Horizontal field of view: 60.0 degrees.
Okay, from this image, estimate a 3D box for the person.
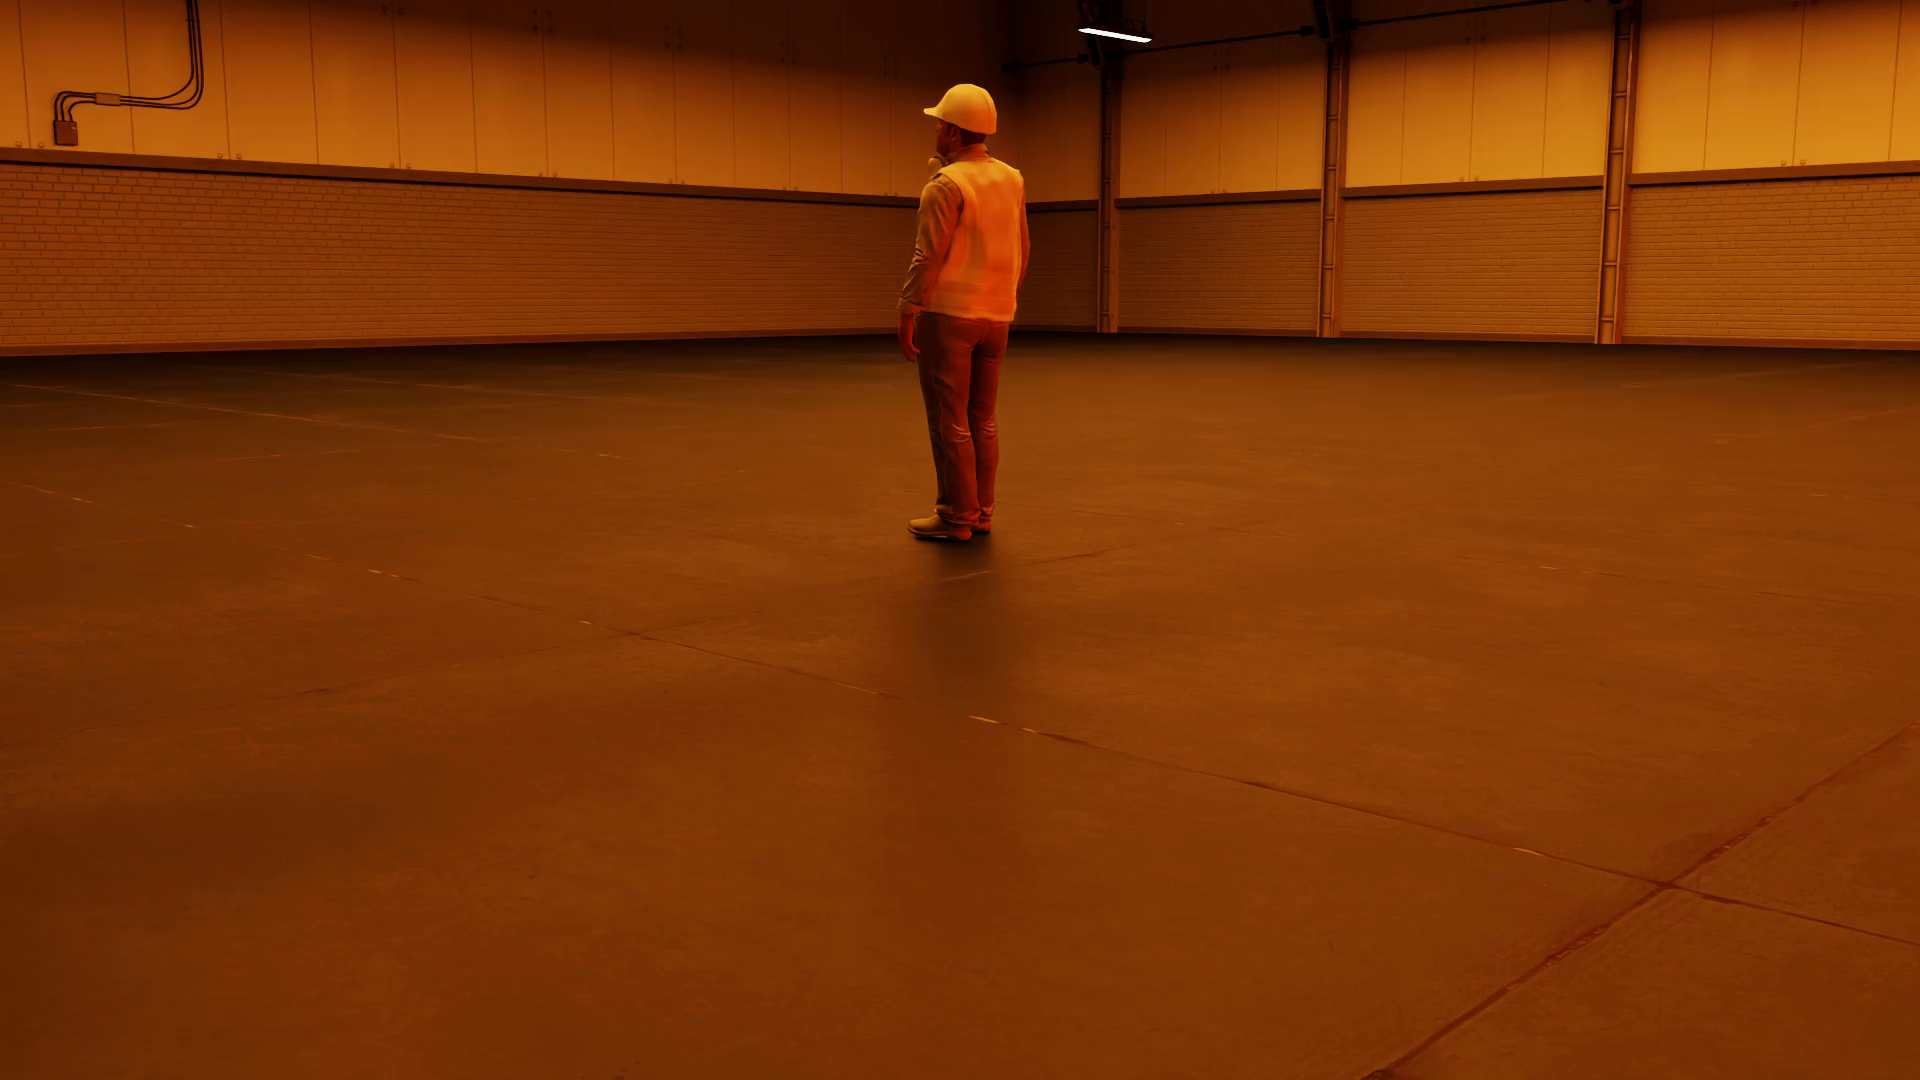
[{"bbox_3d":[-0.039,-0.892,6.633,0.568,1.773,0.632,8,12,43],"label":"person"}]
